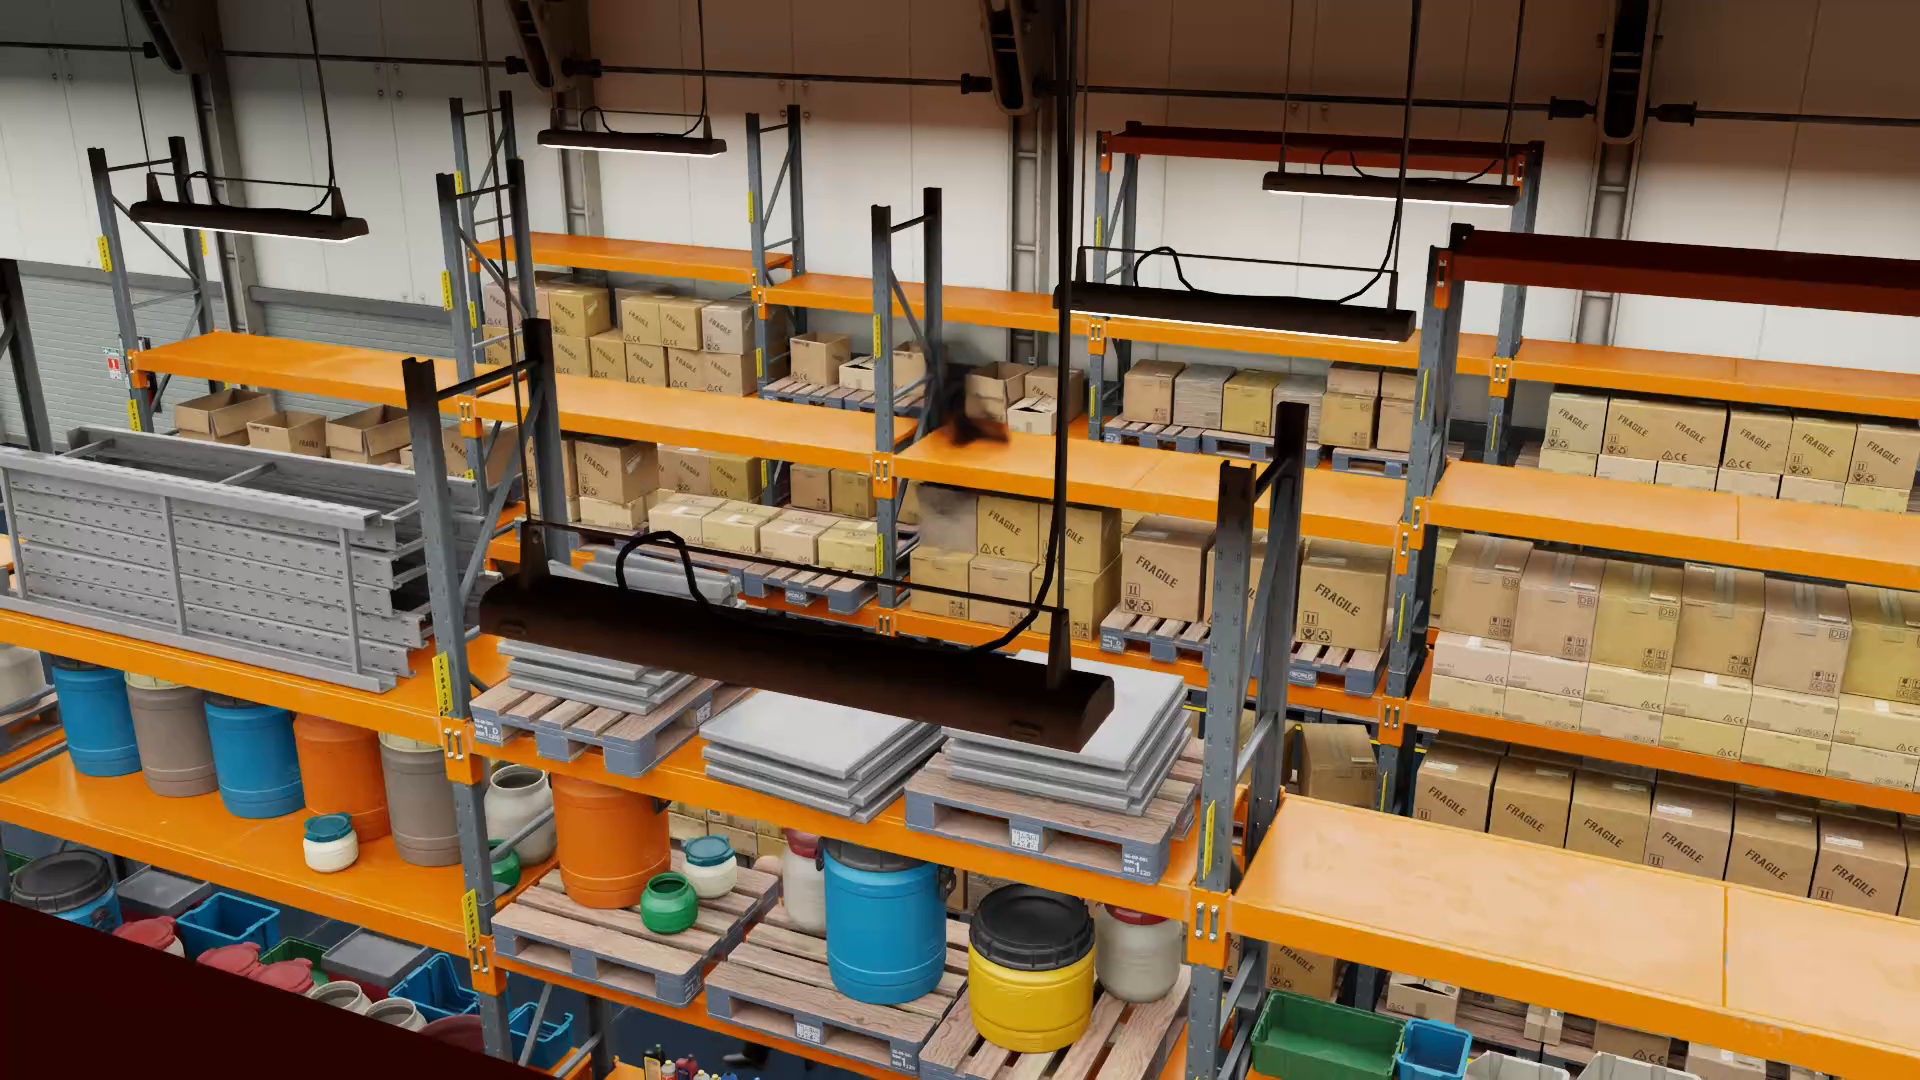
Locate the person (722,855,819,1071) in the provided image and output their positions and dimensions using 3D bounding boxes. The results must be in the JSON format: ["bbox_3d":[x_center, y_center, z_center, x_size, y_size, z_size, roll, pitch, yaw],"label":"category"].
[{"bbox_3d":[-1.279,2.961,11.508,0.885,1.783,0.711,6,21,17],"label":"person"}]
